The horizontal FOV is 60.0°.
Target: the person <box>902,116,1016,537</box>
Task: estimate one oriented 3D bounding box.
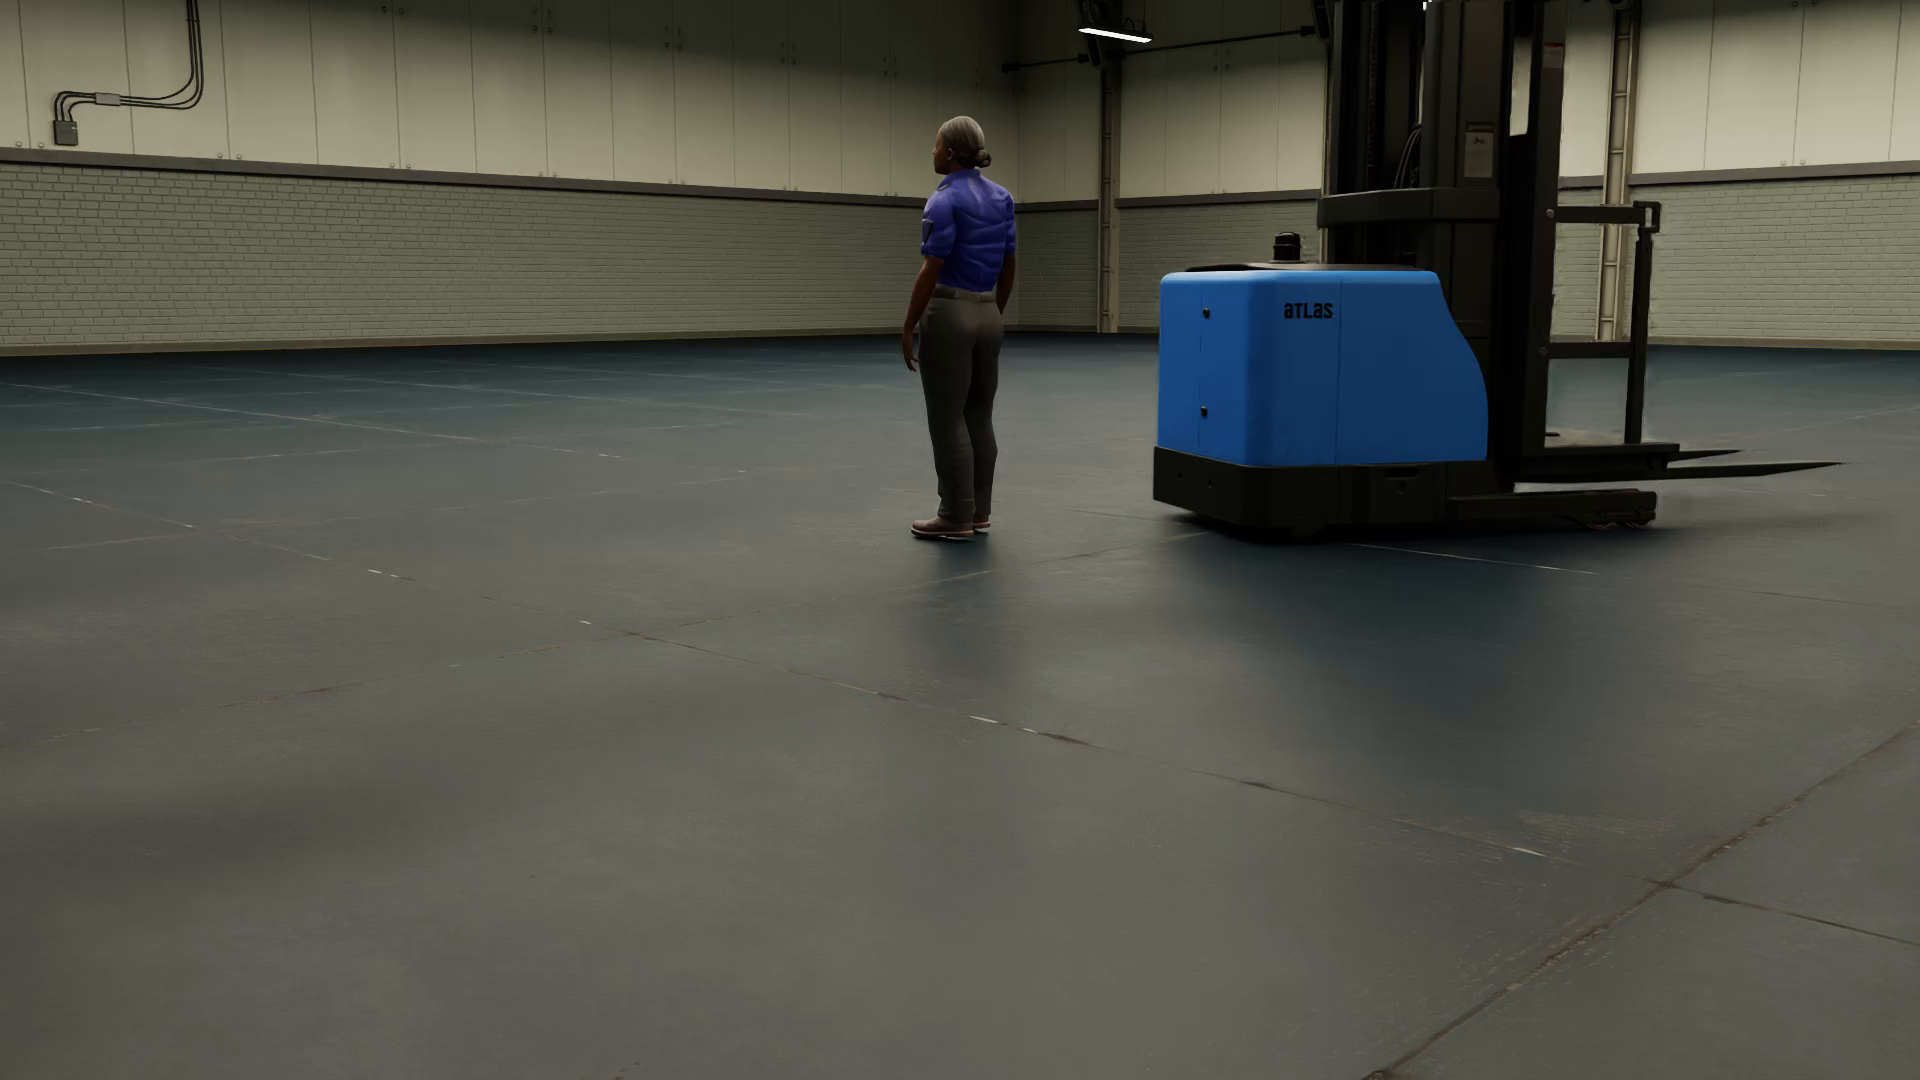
[{"bbox_3d":[-0.049,-0.836,6.667,0.504,1.654,0.570,8,12,43],"label":"person"}]

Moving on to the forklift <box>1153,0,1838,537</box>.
[{"bbox_3d":[2.440,-1.561,7.240,3.031,2.935,1.130,-3,9,-17],"label":"forklift"}]
